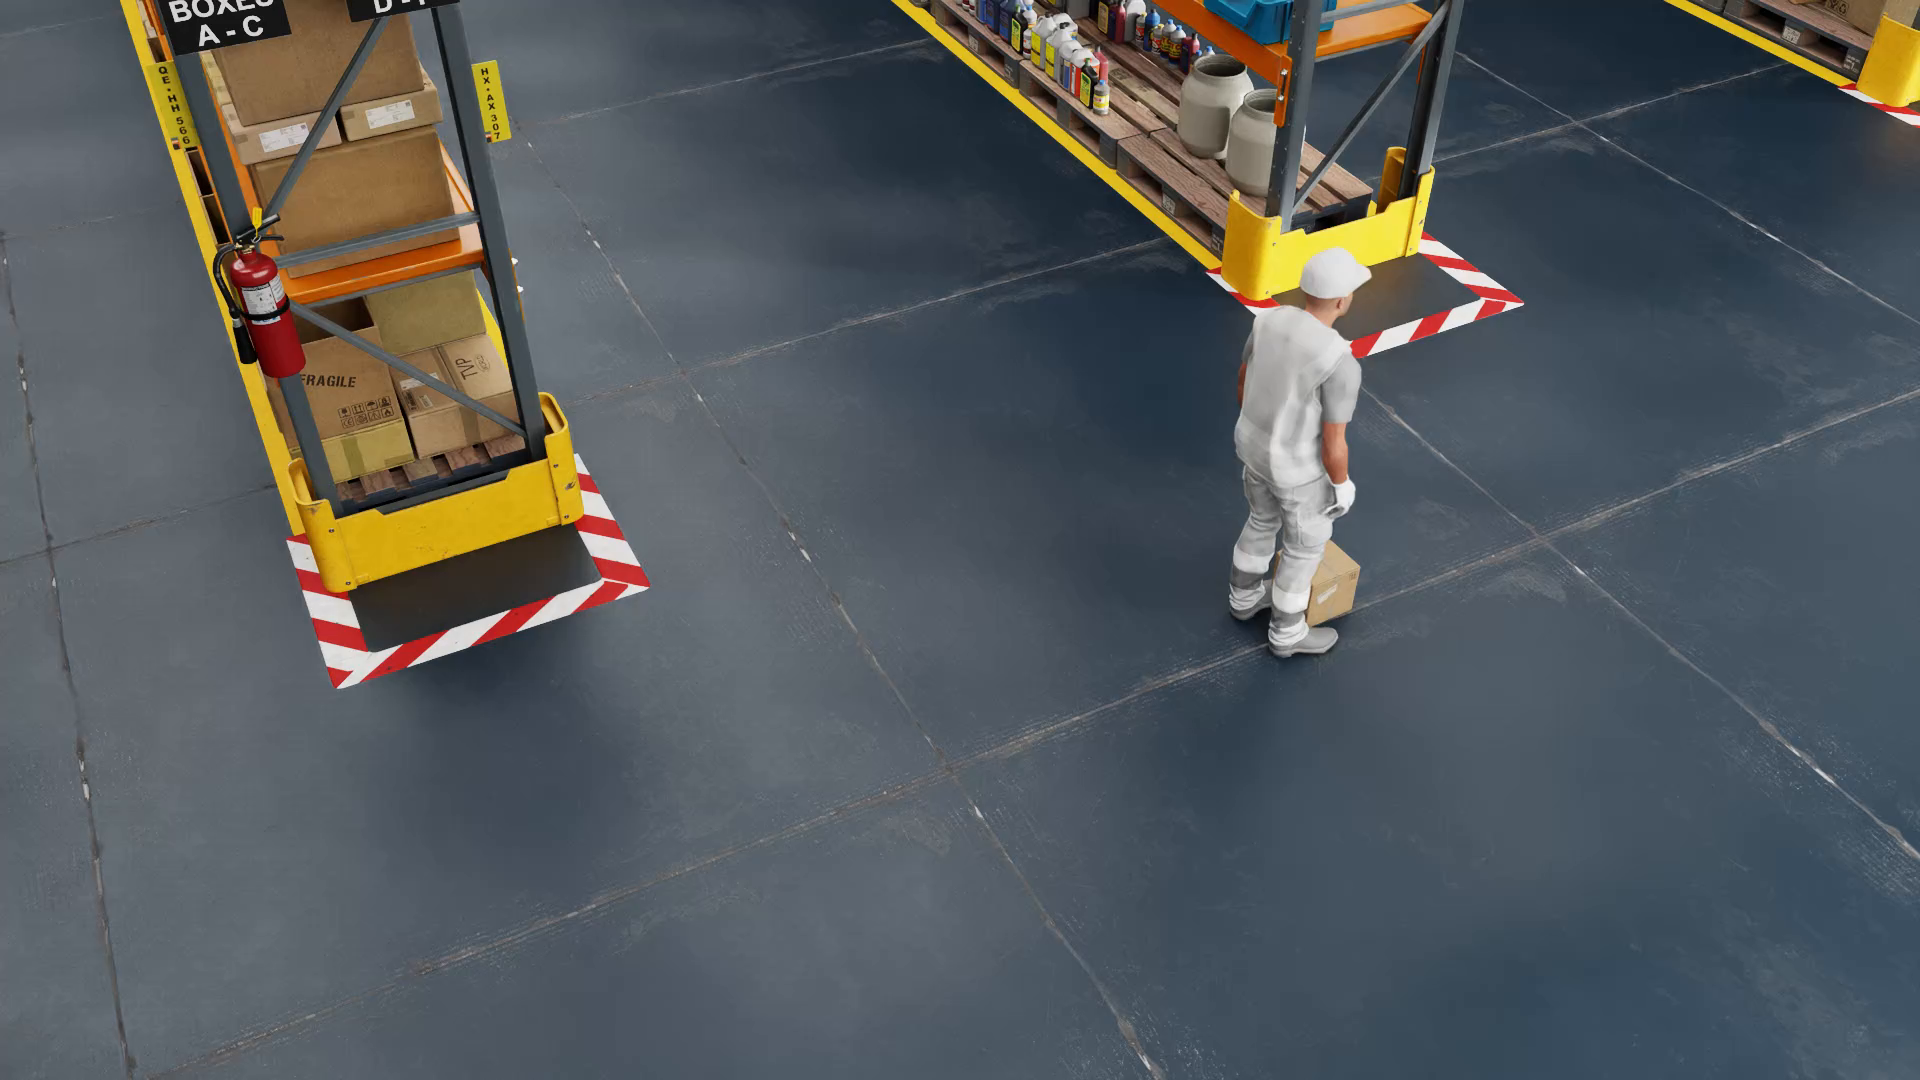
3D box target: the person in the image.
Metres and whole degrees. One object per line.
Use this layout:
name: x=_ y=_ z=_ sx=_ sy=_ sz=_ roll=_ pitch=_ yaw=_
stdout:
person: x=1.314 y=-0.335 z=6.534 sx=0.453 sy=1.778 sz=0.617 roll=-22 pitch=45 yaw=-23
